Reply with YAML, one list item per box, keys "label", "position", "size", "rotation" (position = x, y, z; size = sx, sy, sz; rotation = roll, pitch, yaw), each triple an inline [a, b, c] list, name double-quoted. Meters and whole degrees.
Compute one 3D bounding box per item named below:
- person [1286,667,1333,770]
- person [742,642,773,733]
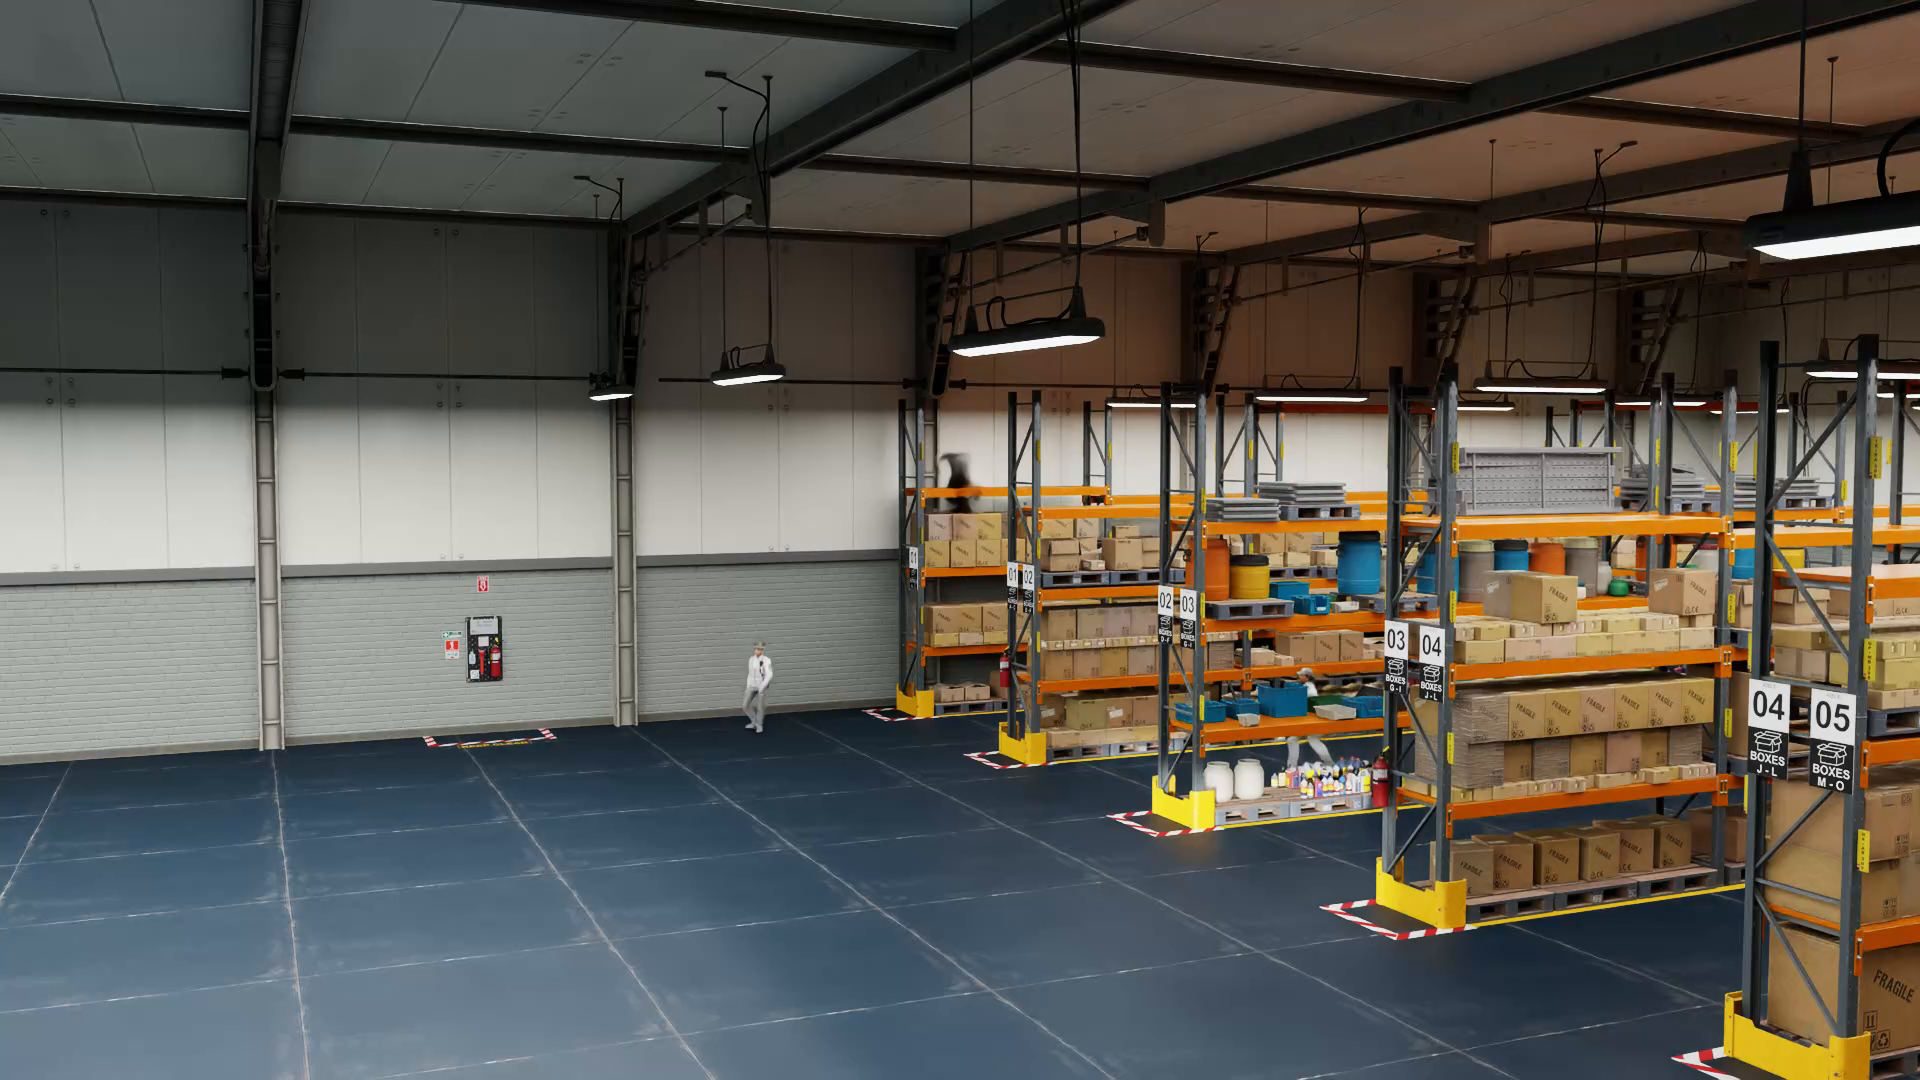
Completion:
- label: "person"
  position: [5.382, 2.815, 25.618]
  size: [0.808, 1.713, 0.574]
  rotation: [-1, 3, -13]
- label: "person"
  position: [-3.583, 2.618, 29.445]
  size: [0.600, 1.635, 0.613]
  rotation: [1, 4, 19]
